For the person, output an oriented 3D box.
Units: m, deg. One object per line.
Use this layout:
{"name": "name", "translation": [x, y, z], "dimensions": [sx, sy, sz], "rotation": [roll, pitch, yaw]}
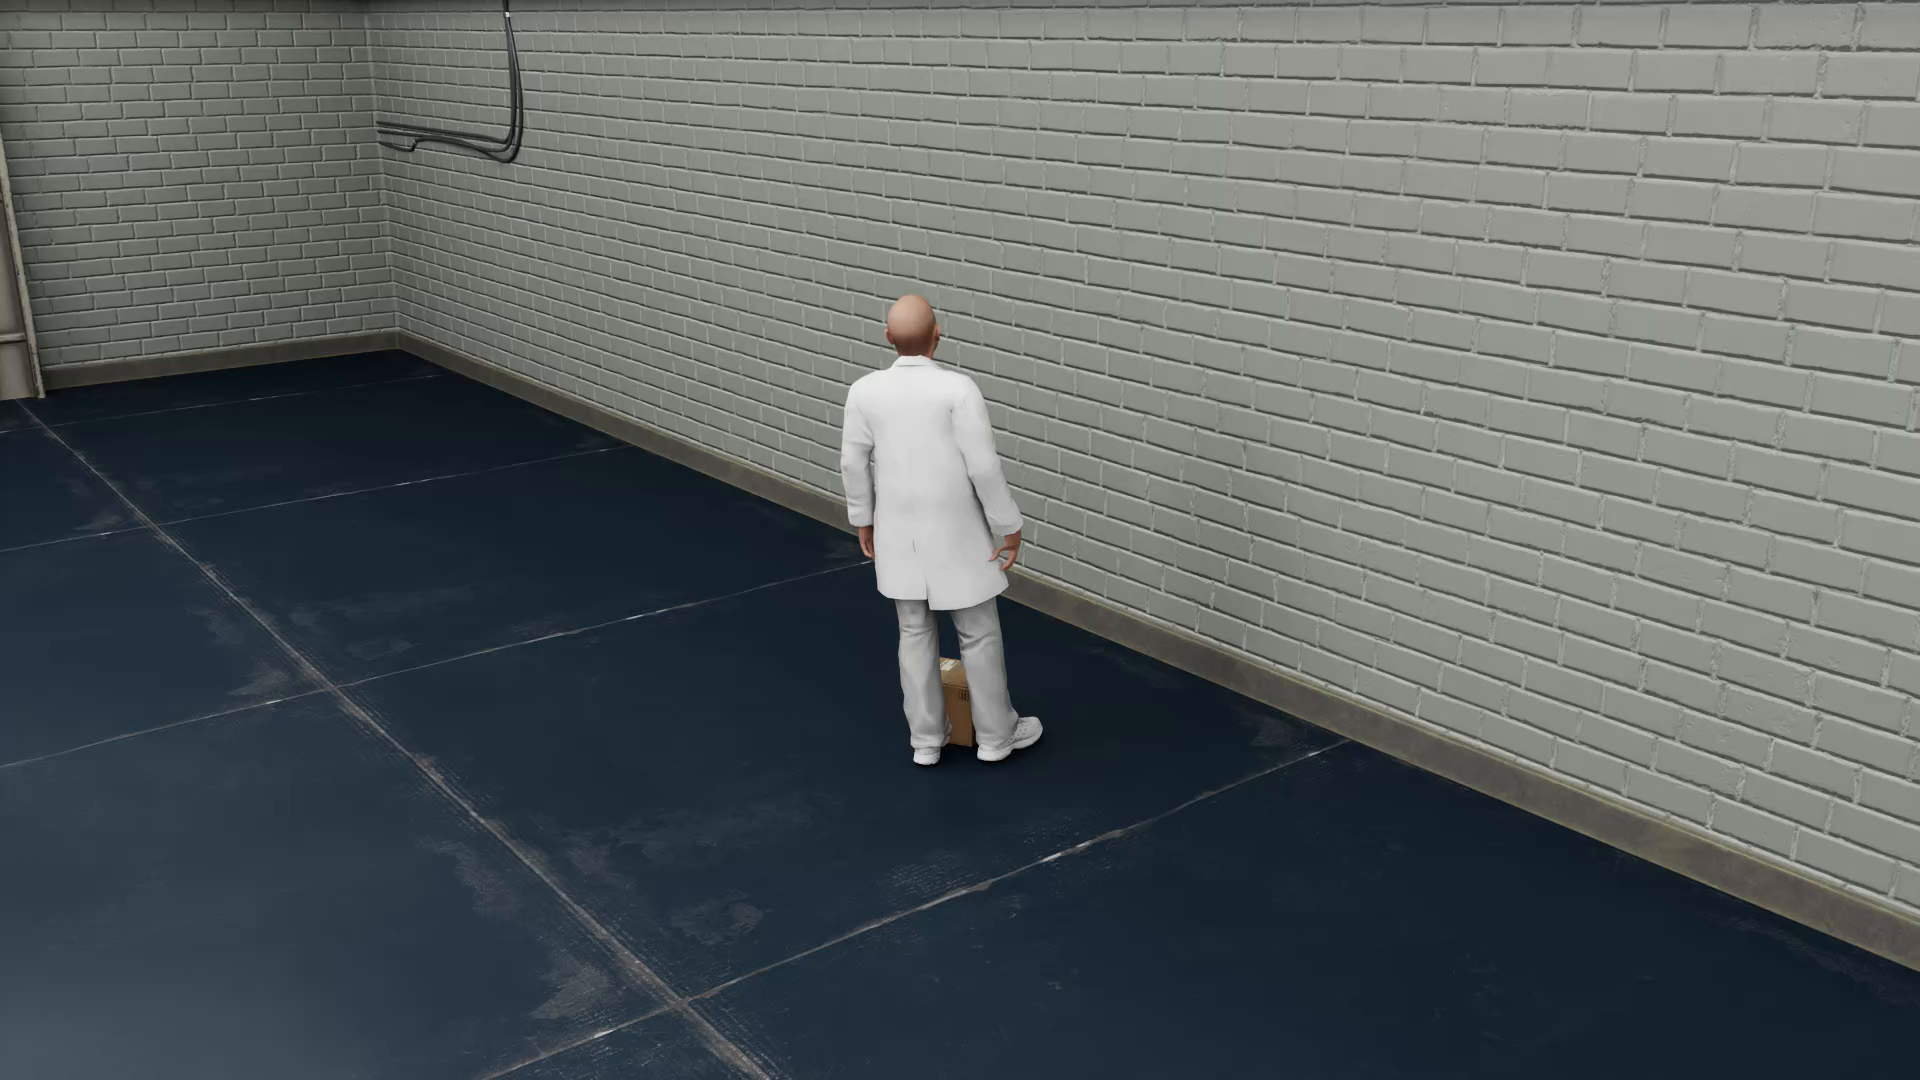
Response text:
{"name": "person", "translation": [-0.067, -0.043, 6.182], "dimensions": [0.698, 1.778, 0.579], "rotation": [7, 19, 22]}
